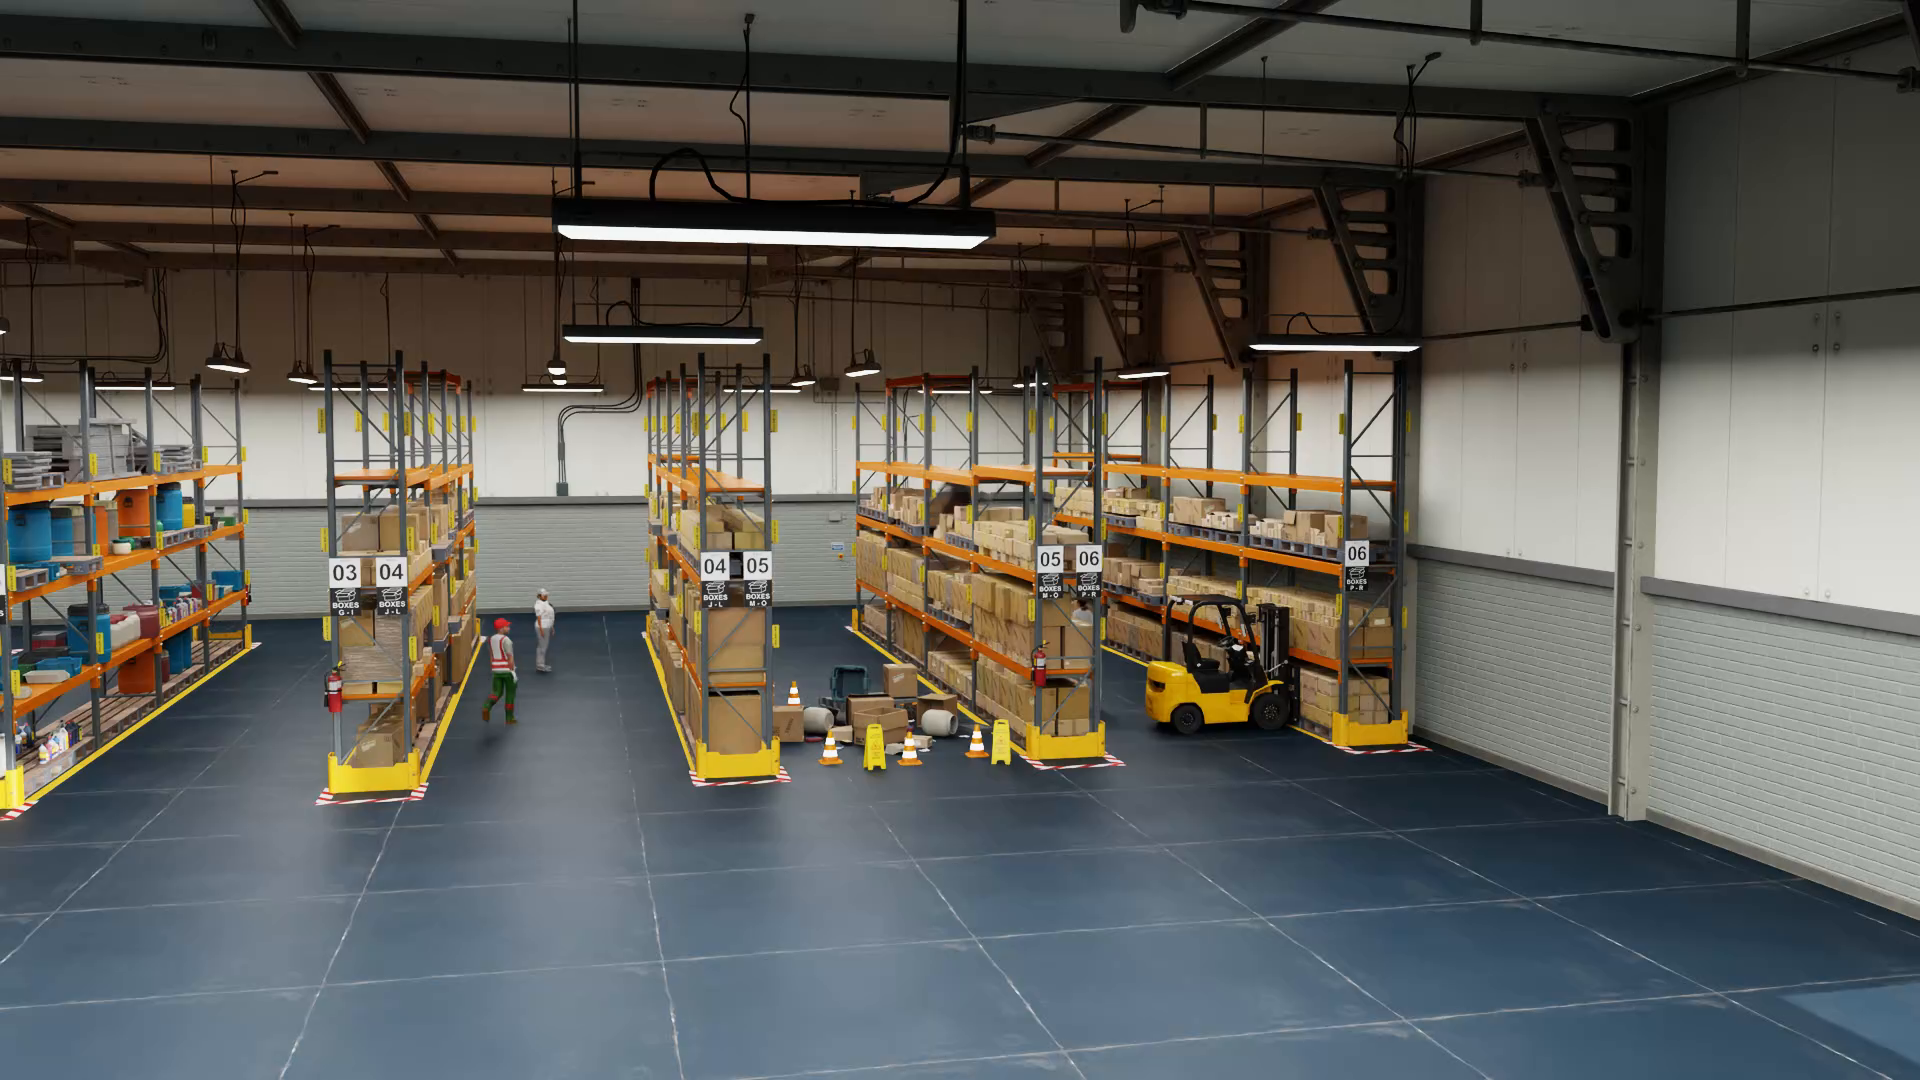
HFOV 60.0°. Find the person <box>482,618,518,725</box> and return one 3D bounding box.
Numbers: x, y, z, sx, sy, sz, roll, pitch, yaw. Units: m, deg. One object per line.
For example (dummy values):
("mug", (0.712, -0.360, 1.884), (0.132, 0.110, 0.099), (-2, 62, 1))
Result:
("person", (-7.590, 2.186, 27.531), (0.571, 1.783, 0.711), (1, 4, 20))

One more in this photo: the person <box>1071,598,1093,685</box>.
("person", (2.158, 1.833, 30.034), (0.481, 1.723, 0.670), (-1, 4, -16))

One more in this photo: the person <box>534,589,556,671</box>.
("person", (-8.454, 1.834, 33.921), (0.428, 1.694, 0.501), (-1, 4, -8))
